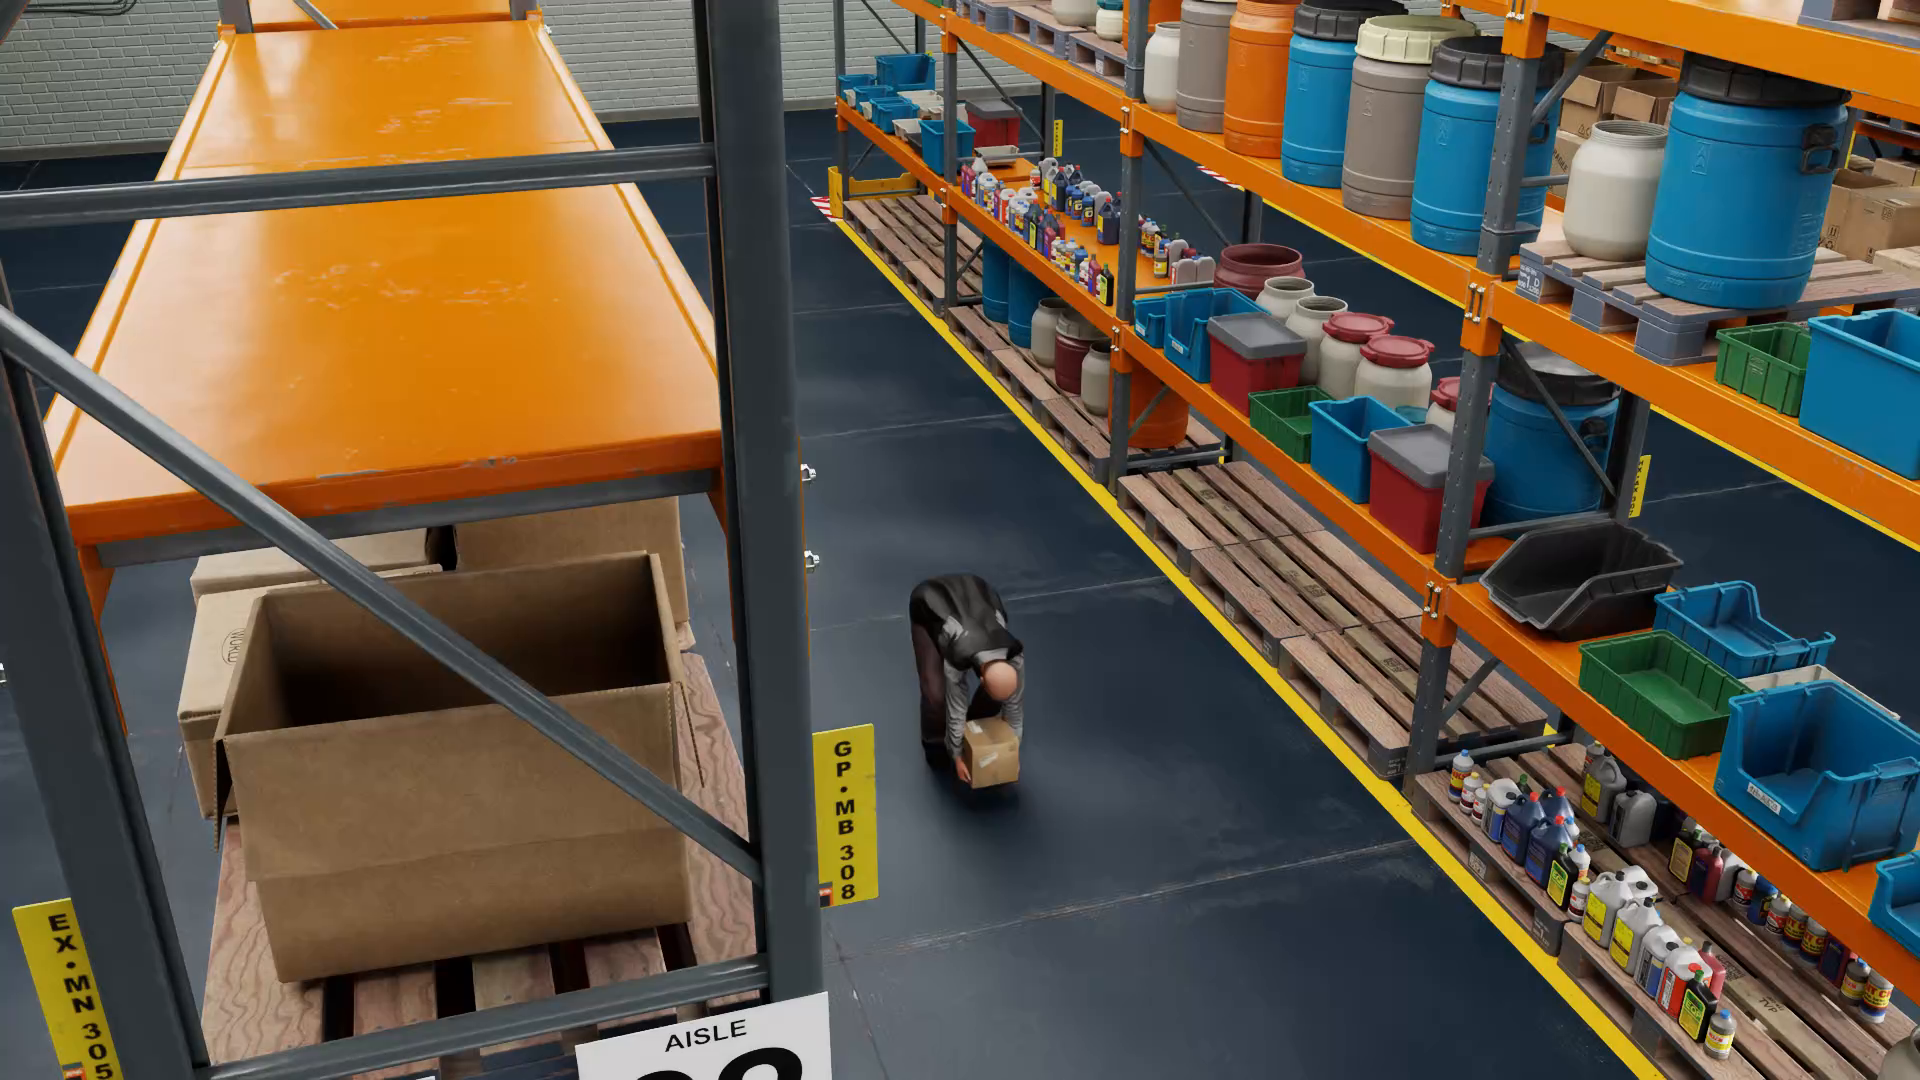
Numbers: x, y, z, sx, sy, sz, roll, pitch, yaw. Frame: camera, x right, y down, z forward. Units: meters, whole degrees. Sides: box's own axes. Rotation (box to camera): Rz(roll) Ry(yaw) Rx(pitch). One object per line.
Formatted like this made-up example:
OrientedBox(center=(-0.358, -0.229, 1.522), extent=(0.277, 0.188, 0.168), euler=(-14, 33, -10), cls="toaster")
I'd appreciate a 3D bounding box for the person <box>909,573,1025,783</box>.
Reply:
OrientedBox(center=(0.054, 0.749, 8.638), extent=(0.483, 1.041, 0.952), euler=(-9, 28, -18), cls="person")
